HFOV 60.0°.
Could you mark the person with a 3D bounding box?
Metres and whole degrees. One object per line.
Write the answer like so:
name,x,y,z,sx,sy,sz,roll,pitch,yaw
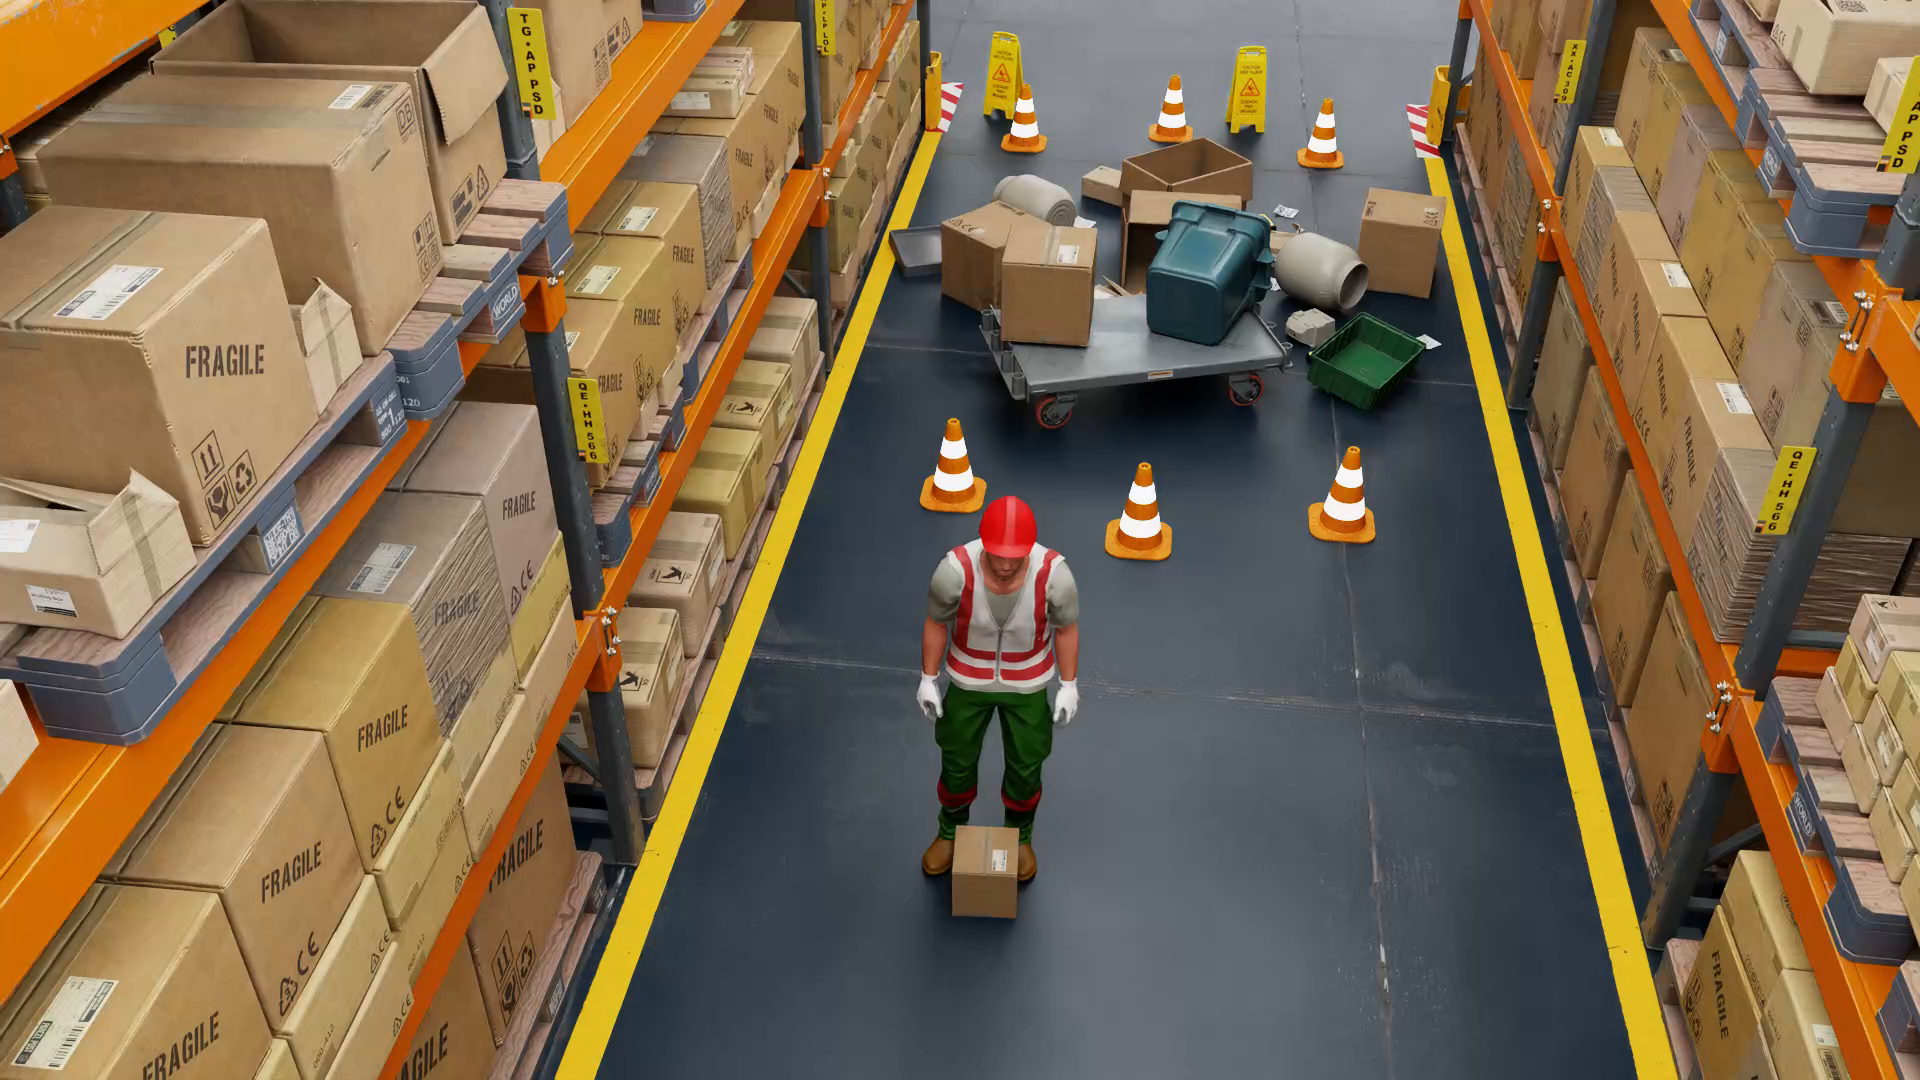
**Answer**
person,0.146,0.554,6.260,0.618,1.779,0.452,2,36,3
